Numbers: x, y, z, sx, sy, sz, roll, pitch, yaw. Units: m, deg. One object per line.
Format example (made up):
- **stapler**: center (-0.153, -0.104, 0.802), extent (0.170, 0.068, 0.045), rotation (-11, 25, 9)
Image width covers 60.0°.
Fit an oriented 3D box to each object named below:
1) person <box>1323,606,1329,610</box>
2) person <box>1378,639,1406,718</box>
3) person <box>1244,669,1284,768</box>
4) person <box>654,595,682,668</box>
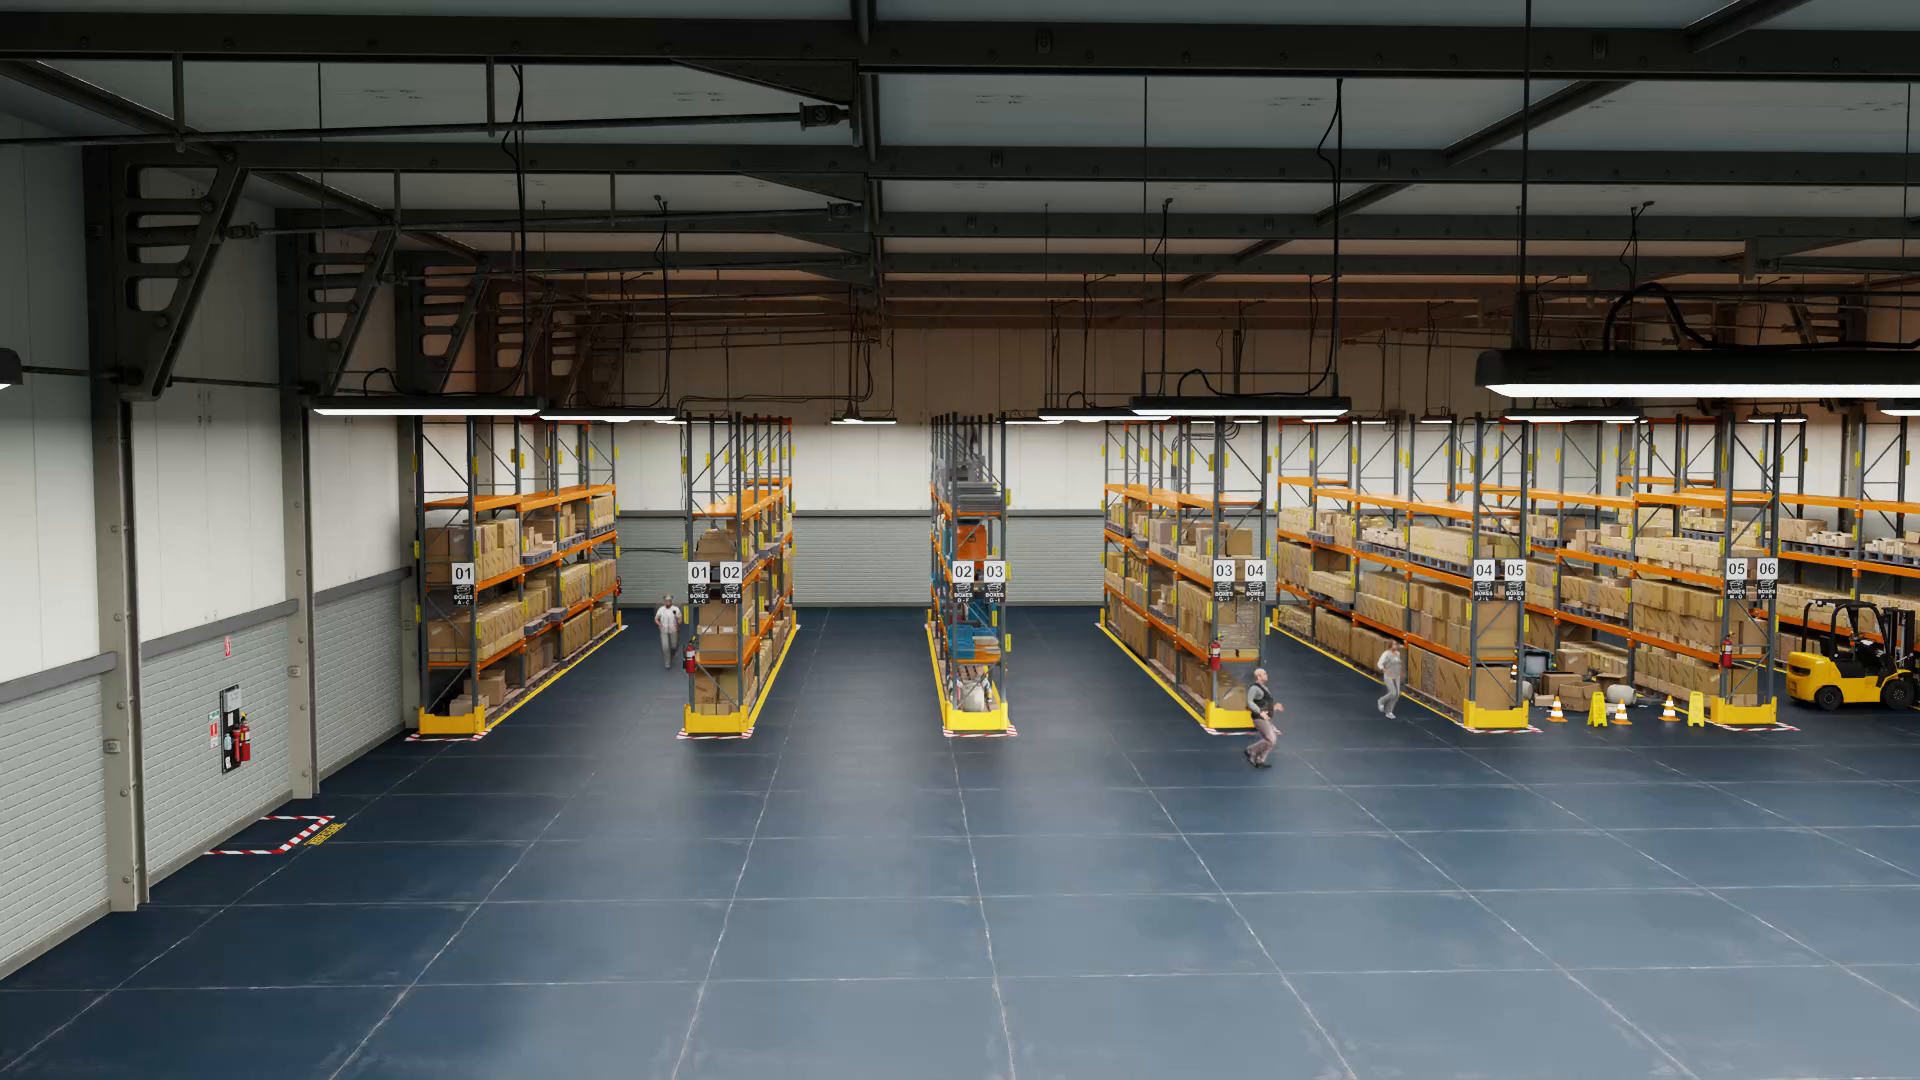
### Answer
- **person**: center (10.935, 1.588, 49.102), extent (0.733, 1.725, 0.623), rotation (0, 4, -2)
- **person**: center (8.479, 2.728, 32.689), extent (0.523, 1.541, 0.531), rotation (-2, 4, -27)
- **person**: center (5.084, 2.989, 27.826), extent (0.598, 1.672, 0.655), rotation (2, 4, 26)
- **person**: center (-6.934, 2.164, 39.569), extent (0.659, 1.727, 0.622), rotation (-1, 4, -11)
